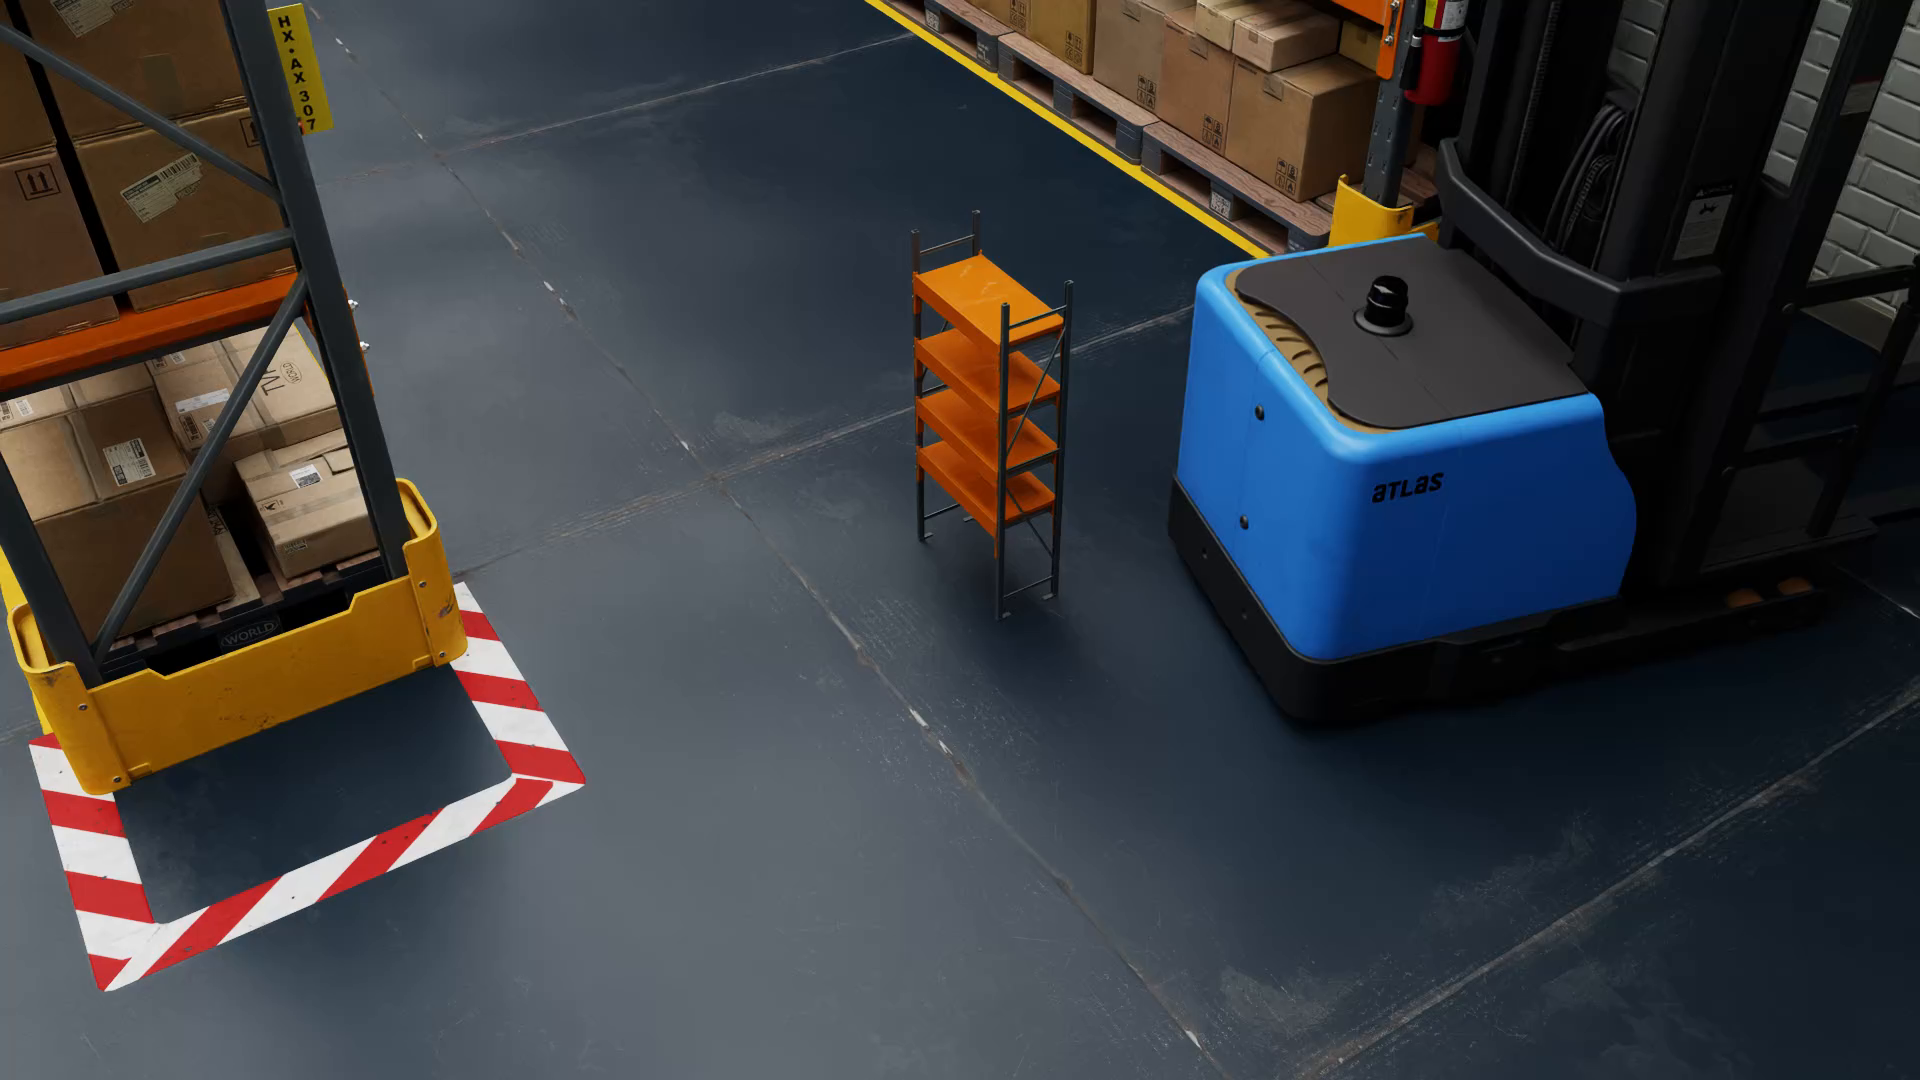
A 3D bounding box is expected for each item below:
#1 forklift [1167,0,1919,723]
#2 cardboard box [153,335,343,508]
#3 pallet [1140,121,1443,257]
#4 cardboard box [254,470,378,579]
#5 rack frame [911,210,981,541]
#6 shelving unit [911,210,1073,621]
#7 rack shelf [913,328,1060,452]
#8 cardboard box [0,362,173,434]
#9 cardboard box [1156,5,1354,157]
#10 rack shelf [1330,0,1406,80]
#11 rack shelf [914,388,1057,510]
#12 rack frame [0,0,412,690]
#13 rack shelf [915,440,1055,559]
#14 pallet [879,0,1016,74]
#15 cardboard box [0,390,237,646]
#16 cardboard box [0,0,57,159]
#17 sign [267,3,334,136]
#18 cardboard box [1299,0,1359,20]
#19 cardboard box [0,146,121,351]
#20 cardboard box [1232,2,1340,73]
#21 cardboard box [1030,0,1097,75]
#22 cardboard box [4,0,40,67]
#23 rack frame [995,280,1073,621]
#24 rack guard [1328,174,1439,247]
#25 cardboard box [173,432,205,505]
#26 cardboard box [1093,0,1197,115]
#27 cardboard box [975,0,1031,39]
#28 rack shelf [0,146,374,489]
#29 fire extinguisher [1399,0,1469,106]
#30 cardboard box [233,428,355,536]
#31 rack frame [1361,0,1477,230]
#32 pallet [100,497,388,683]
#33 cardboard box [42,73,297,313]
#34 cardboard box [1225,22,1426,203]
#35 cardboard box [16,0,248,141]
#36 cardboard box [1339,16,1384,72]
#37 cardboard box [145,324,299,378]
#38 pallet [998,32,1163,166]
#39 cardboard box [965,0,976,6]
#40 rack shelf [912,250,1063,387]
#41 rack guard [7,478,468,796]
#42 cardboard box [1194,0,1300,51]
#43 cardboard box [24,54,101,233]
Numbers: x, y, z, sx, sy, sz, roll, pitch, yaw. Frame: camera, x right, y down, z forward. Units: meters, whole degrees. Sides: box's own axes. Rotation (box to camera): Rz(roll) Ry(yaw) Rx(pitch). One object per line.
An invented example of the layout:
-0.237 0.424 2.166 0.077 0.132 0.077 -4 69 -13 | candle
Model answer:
2.282 -1.119 4.803 3.031 2.935 1.130 -11 41 -13 | forklift
-2.421 -0.417 5.711 0.500 0.250 0.500 -22 45 -24 | cardboard box
1.580 -1.684 7.606 1.003 0.211 1.213 -22 45 -24 | pallet
-2.034 -0.061 5.364 0.380 0.149 0.250 -22 45 -24 | cardboard box
-0.042 -0.503 5.417 0.240 1.200 0.015 -22 45 -24 | rack frame
0.089 -0.372 5.259 0.258 1.200 0.503 -22 45 -24 | shelving unit
0.089 -0.492 5.159 0.258 0.148 0.480 -22 45 -24 | rack shelf
-3.085 -0.488 5.796 0.500 0.250 0.500 -22 45 -24 | cardboard box
1.346 -2.165 7.629 0.700 0.500 0.500 -22 45 -25 | cardboard box
1.000 -3.153 7.753 1.077 0.370 4.000 -22 45 -24 | rack shelf
0.089 -0.320 5.302 0.258 0.148 0.480 -22 45 -24 | rack shelf
-2.099 -0.643 4.179 1.000 3.000 0.127 -22 45 -24 | rack frame
0.089 -0.167 5.429 0.258 0.148 0.480 -22 45 -24 | rack shelf
0.268 -3.001 9.186 1.003 0.211 1.213 -22 45 -24 | pallet
-2.599 -0.060 5.088 0.500 0.500 0.500 -22 45 -24 | cardboard box
-2.570 -1.211 4.001 0.500 0.500 0.500 -23 45 -25 | cardboard box
-1.642 -1.163 4.126 0.100 0.325 0.005 -22 45 -24 | sign
1.578 -2.418 7.427 0.380 0.149 0.250 -22 45 -24 | cardboard box
-2.569 -0.830 4.324 0.500 0.500 0.500 -21 44 -23 | cardboard box
1.392 -2.150 7.105 0.380 0.149 0.250 -23 45 -25 | cardboard box
0.782 -2.721 8.297 0.700 0.500 0.500 -21 44 -23 | cardboard box
-2.403 -1.675 4.558 0.500 0.500 0.500 -22 44 -24 | cardboard box
0.220 -0.240 5.101 0.240 1.200 0.015 -22 45 -24 | rack frame
2.088 -1.377 7.012 1.175 0.500 0.348 -22 45 -24 | rack guard
-2.741 -0.182 5.495 0.380 0.166 0.250 -22 45 -24 | cardboard box
1.075 -2.436 7.955 0.700 0.500 0.500 -24 45 -26 | cardboard box
0.508 -2.999 8.630 0.700 0.500 0.500 -23 45 -25 | cardboard box
-3.174 -1.446 5.704 1.077 0.370 4.000 -22 45 -24 | rack shelf
1.768 -1.937 6.083 0.296 0.674 0.183 -22 45 -24 | fire extinguisher
-2.169 -0.203 5.520 0.380 0.166 0.250 -22 45 -24 | cardboard box
2.076 -2.350 6.227 1.000 3.000 0.127 -22 45 -24 | rack frame
-2.569 -0.043 5.637 1.003 0.211 1.213 -22 45 -24 | pallet
-2.115 -1.012 4.543 0.500 0.500 0.500 -21 44 -24 | cardboard box
1.615 -1.895 7.305 0.700 0.500 0.500 -22 45 -24 | cardboard box
-2.115 -1.396 4.223 0.500 0.500 0.500 -21 44 -23 | cardboard box
1.851 -2.145 7.099 0.380 0.149 0.250 -22 45 -24 | cardboard box
-2.690 -0.687 6.035 0.500 0.250 0.500 -22 45 -24 | cardboard box
0.928 -2.341 8.395 1.003 0.211 1.213 -22 45 -24 | pallet
0.240 -3.271 8.957 0.700 0.500 0.500 -22 44 -24 | cardboard box
0.089 -0.673 5.007 0.258 0.148 0.480 -22 45 -24 | rack shelf
-2.140 0.276 5.028 1.175 0.500 0.348 -22 45 -24 | rack guard
1.254 -2.288 7.271 0.380 0.149 0.250 -21 44 -23 | cardboard box
-2.397 -1.288 4.875 0.500 0.500 0.500 -23 45 -25 | cardboard box
